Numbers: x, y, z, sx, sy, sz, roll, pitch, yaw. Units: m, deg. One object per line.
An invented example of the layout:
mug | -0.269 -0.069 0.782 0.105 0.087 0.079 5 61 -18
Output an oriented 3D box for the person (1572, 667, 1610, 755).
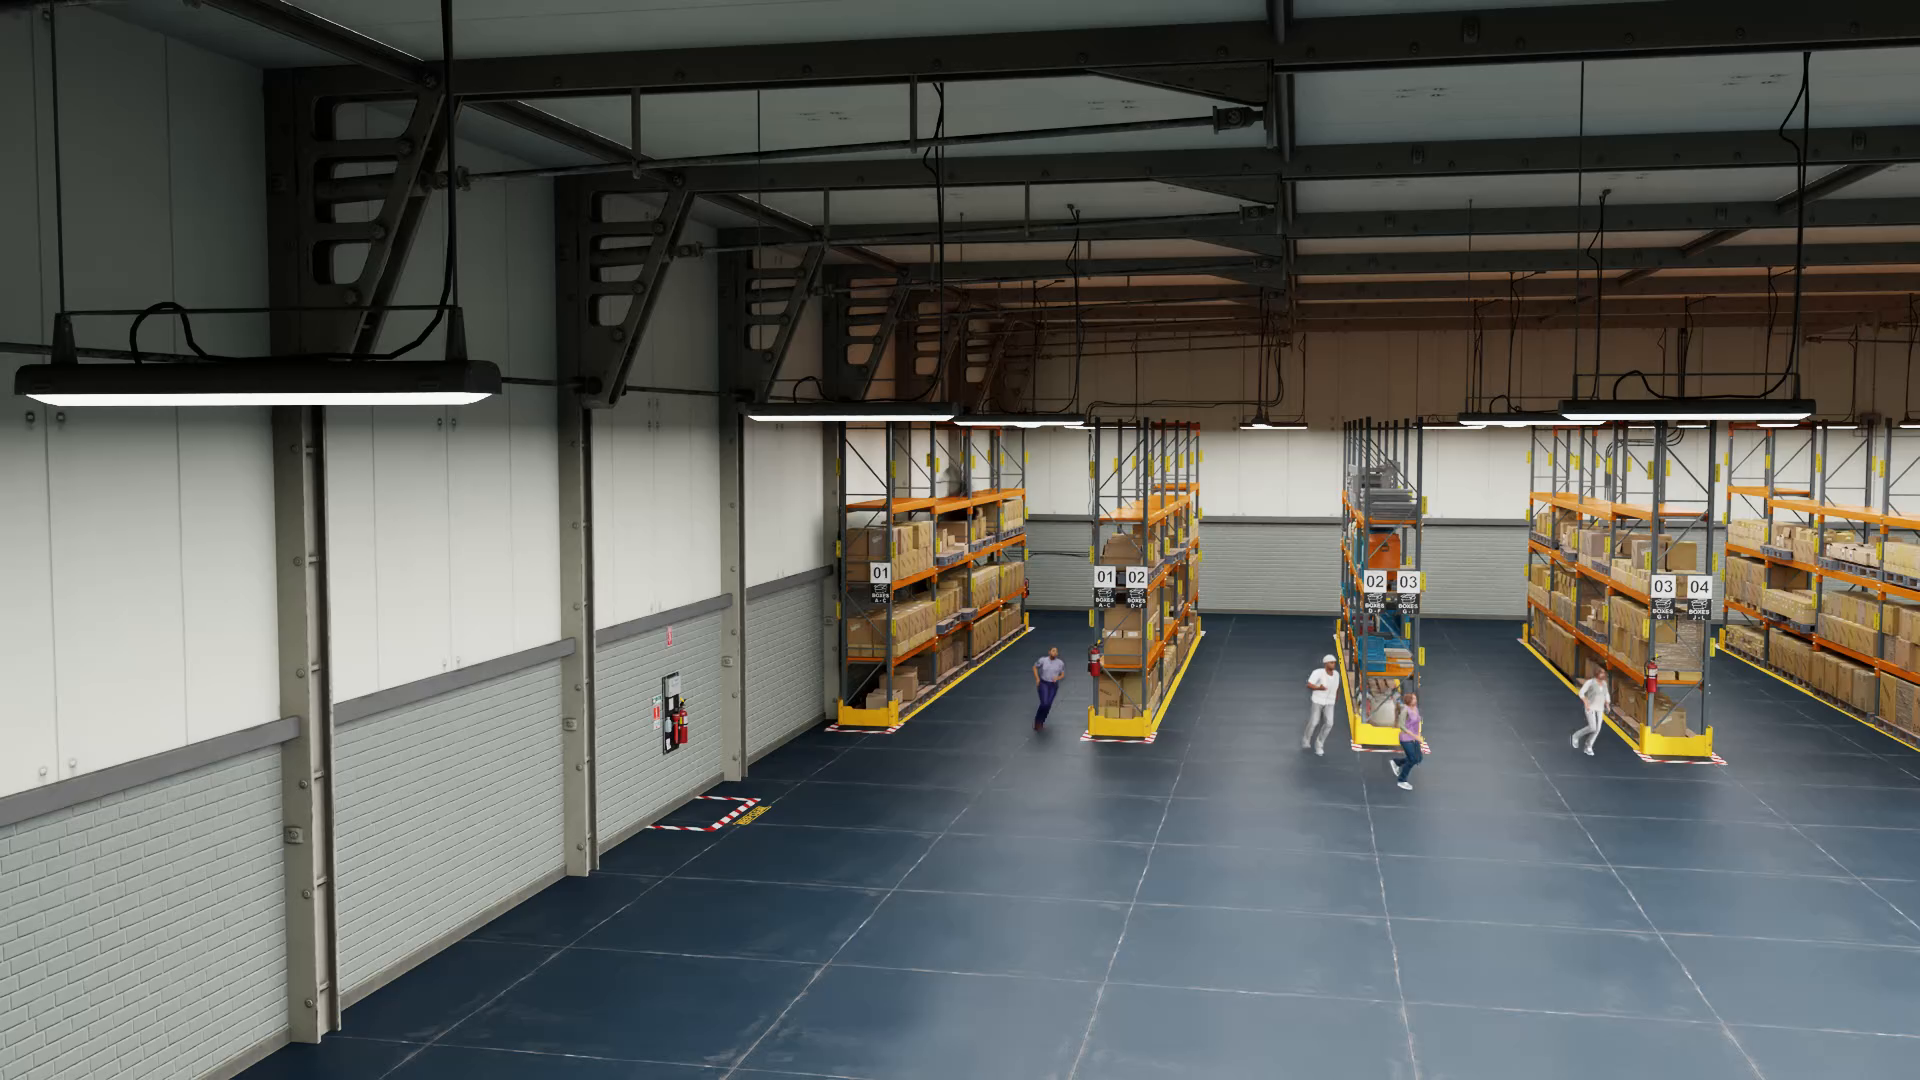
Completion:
person | 11.309 3.028 29.670 0.583 1.550 0.524 -1 4 -16

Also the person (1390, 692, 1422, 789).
person | 7.207 3.217 26.765 0.608 1.564 0.561 3 5 43

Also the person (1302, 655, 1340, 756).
person | 6.522 2.935 29.709 0.703 1.784 0.713 -1 4 -8

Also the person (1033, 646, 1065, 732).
person | 1.711 2.854 31.958 0.619 1.650 0.611 -1 4 -15
